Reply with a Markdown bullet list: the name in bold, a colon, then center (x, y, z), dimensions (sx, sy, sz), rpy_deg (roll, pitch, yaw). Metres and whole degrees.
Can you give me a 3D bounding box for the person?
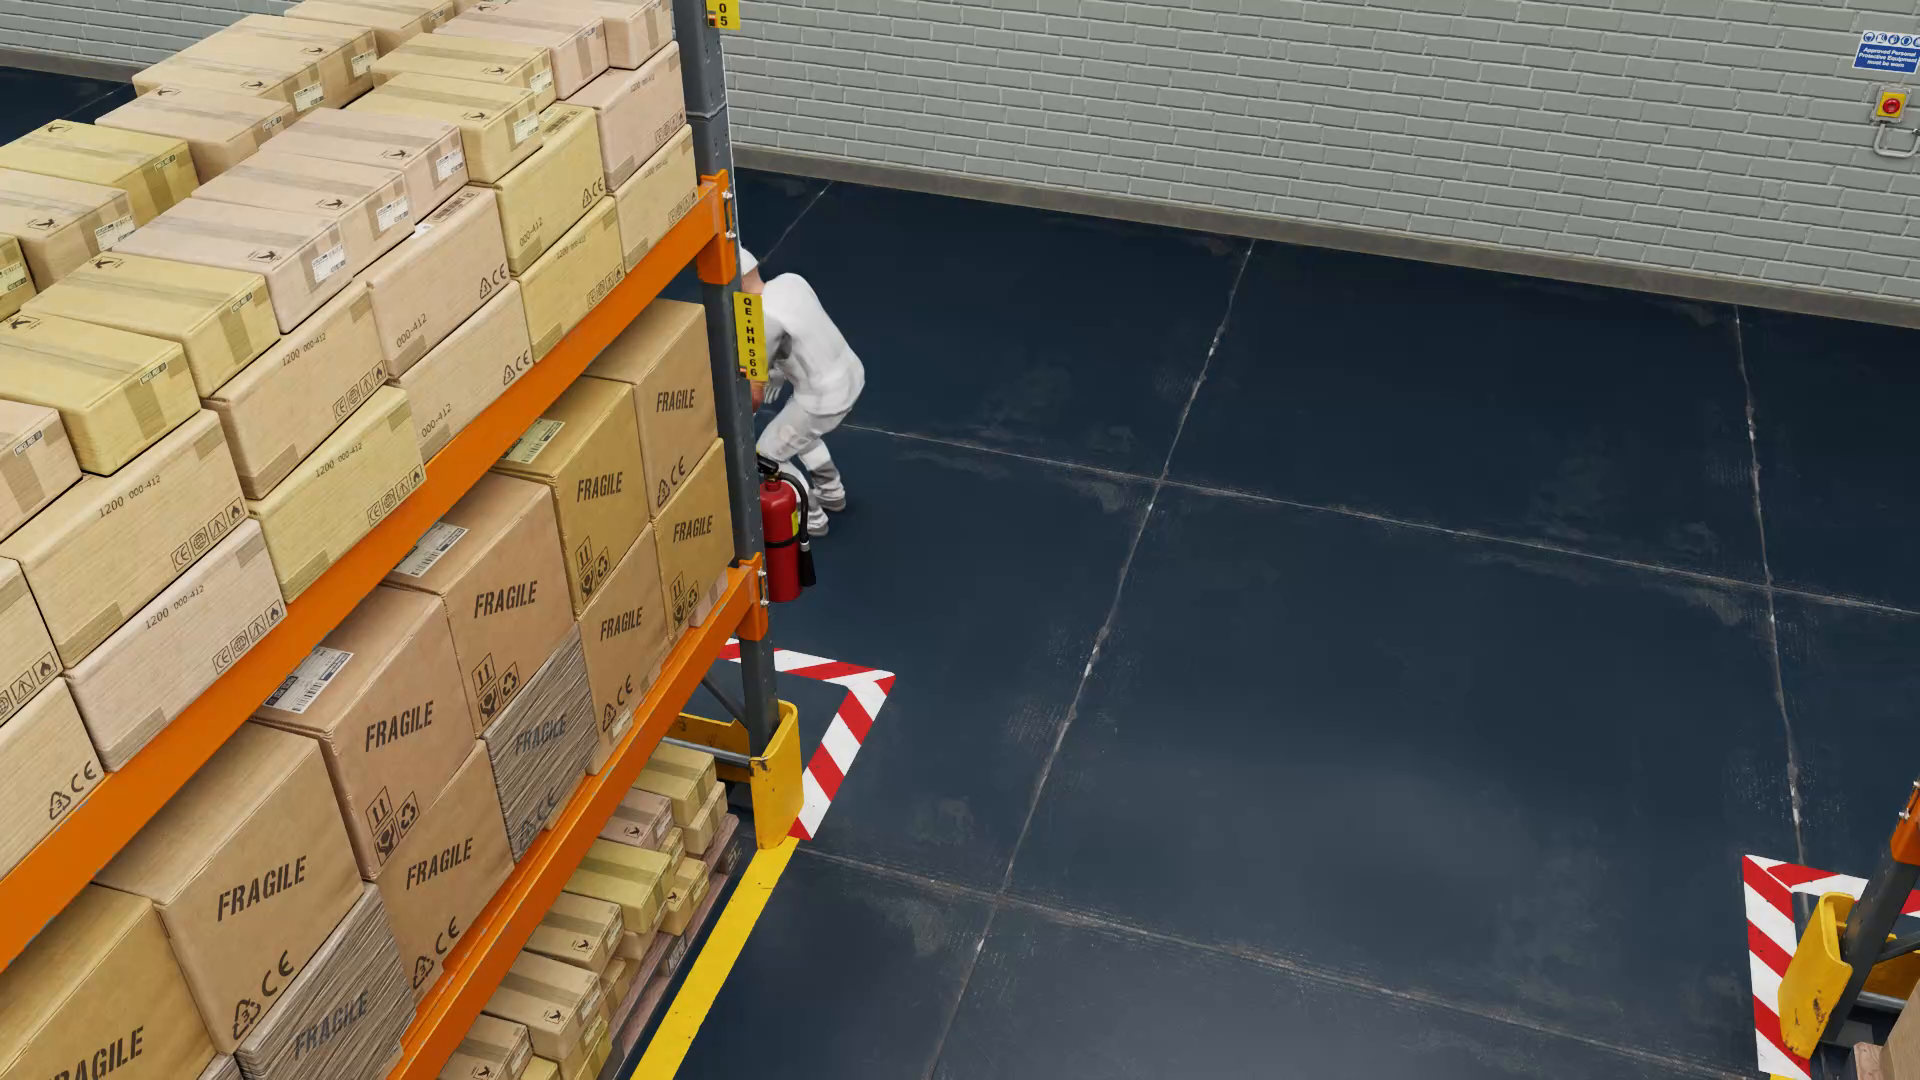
- **person**: center (-0.833, -0.703, 8.057), dimensions (0.711, 1.500, 0.581), rpy_deg (11, 38, 14)
